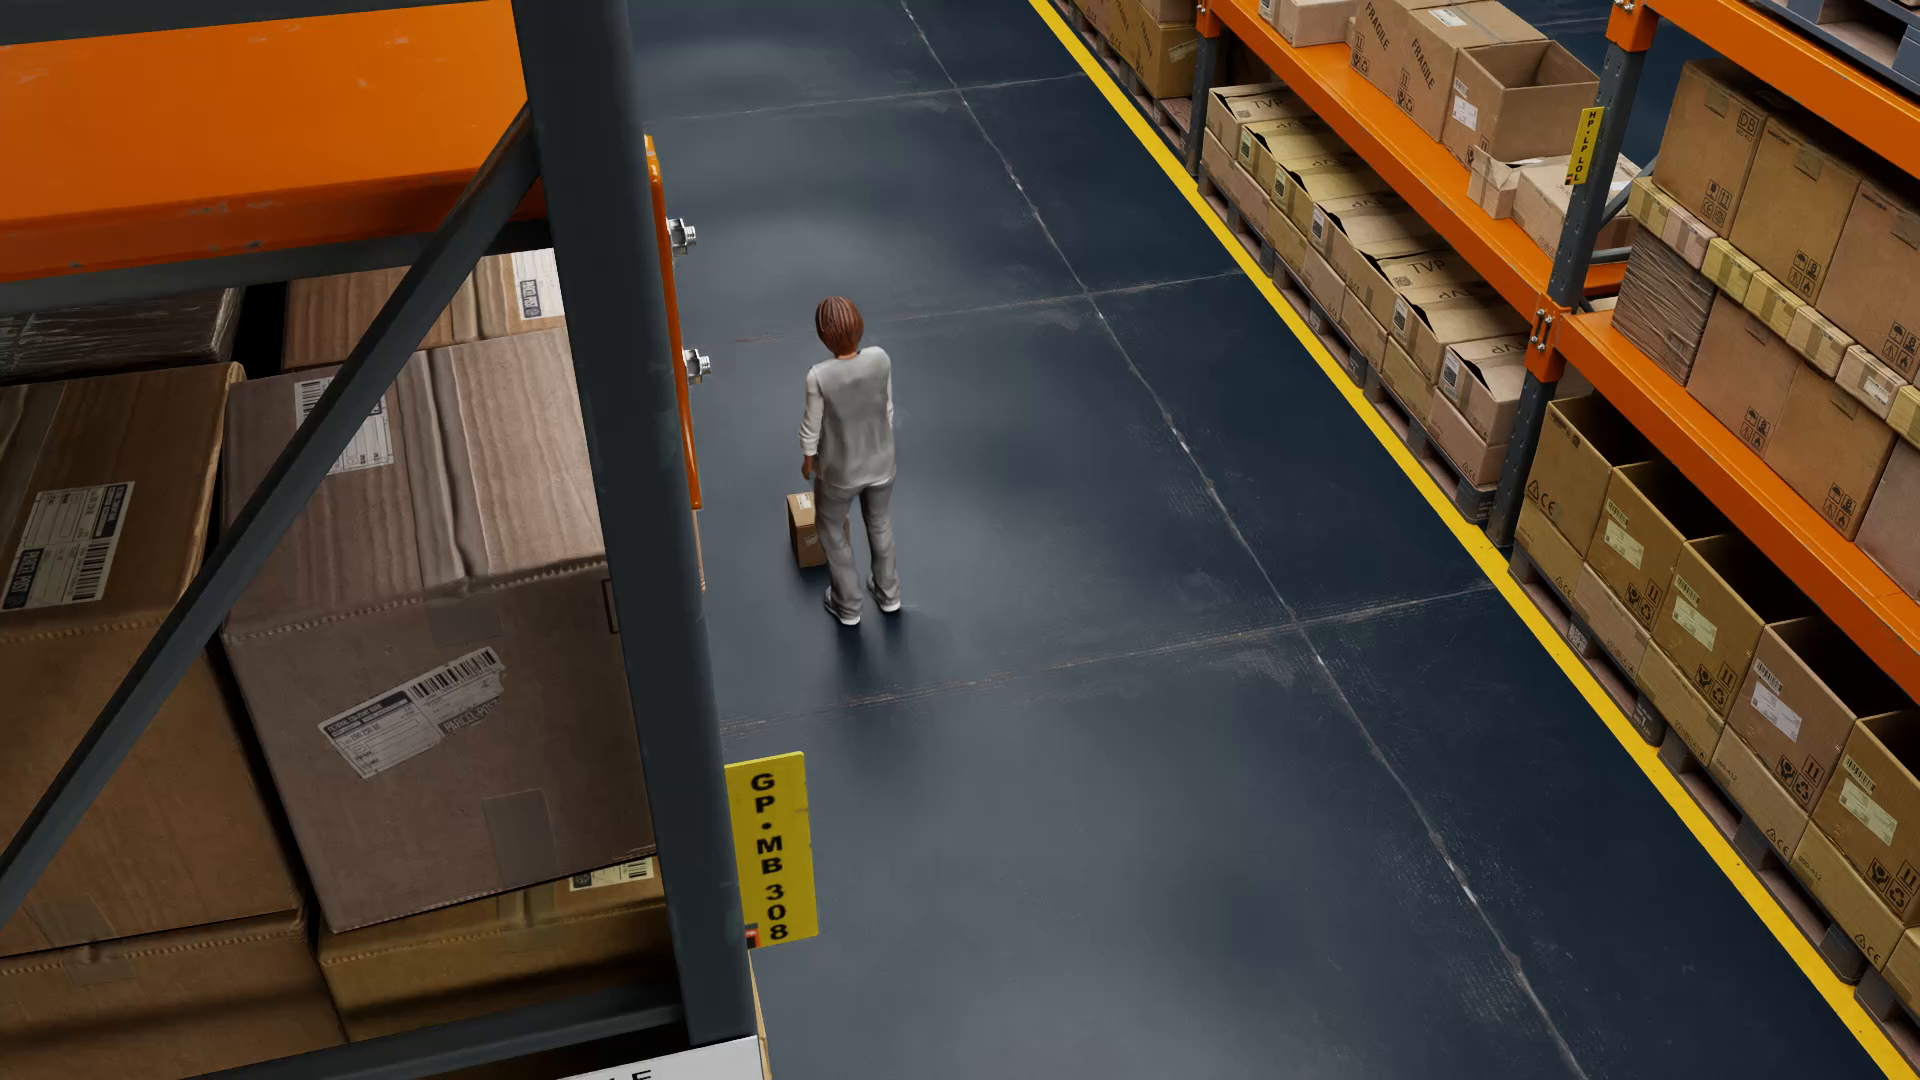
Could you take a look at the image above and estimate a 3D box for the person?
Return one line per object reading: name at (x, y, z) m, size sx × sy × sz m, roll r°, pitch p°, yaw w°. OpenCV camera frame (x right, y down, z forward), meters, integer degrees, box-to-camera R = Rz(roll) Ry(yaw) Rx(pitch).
person at (-0.469, -0.304, 7.065) m, size 0.417 × 1.581 × 0.340 m, roll -17°, pitch 42°, yaw -20°
